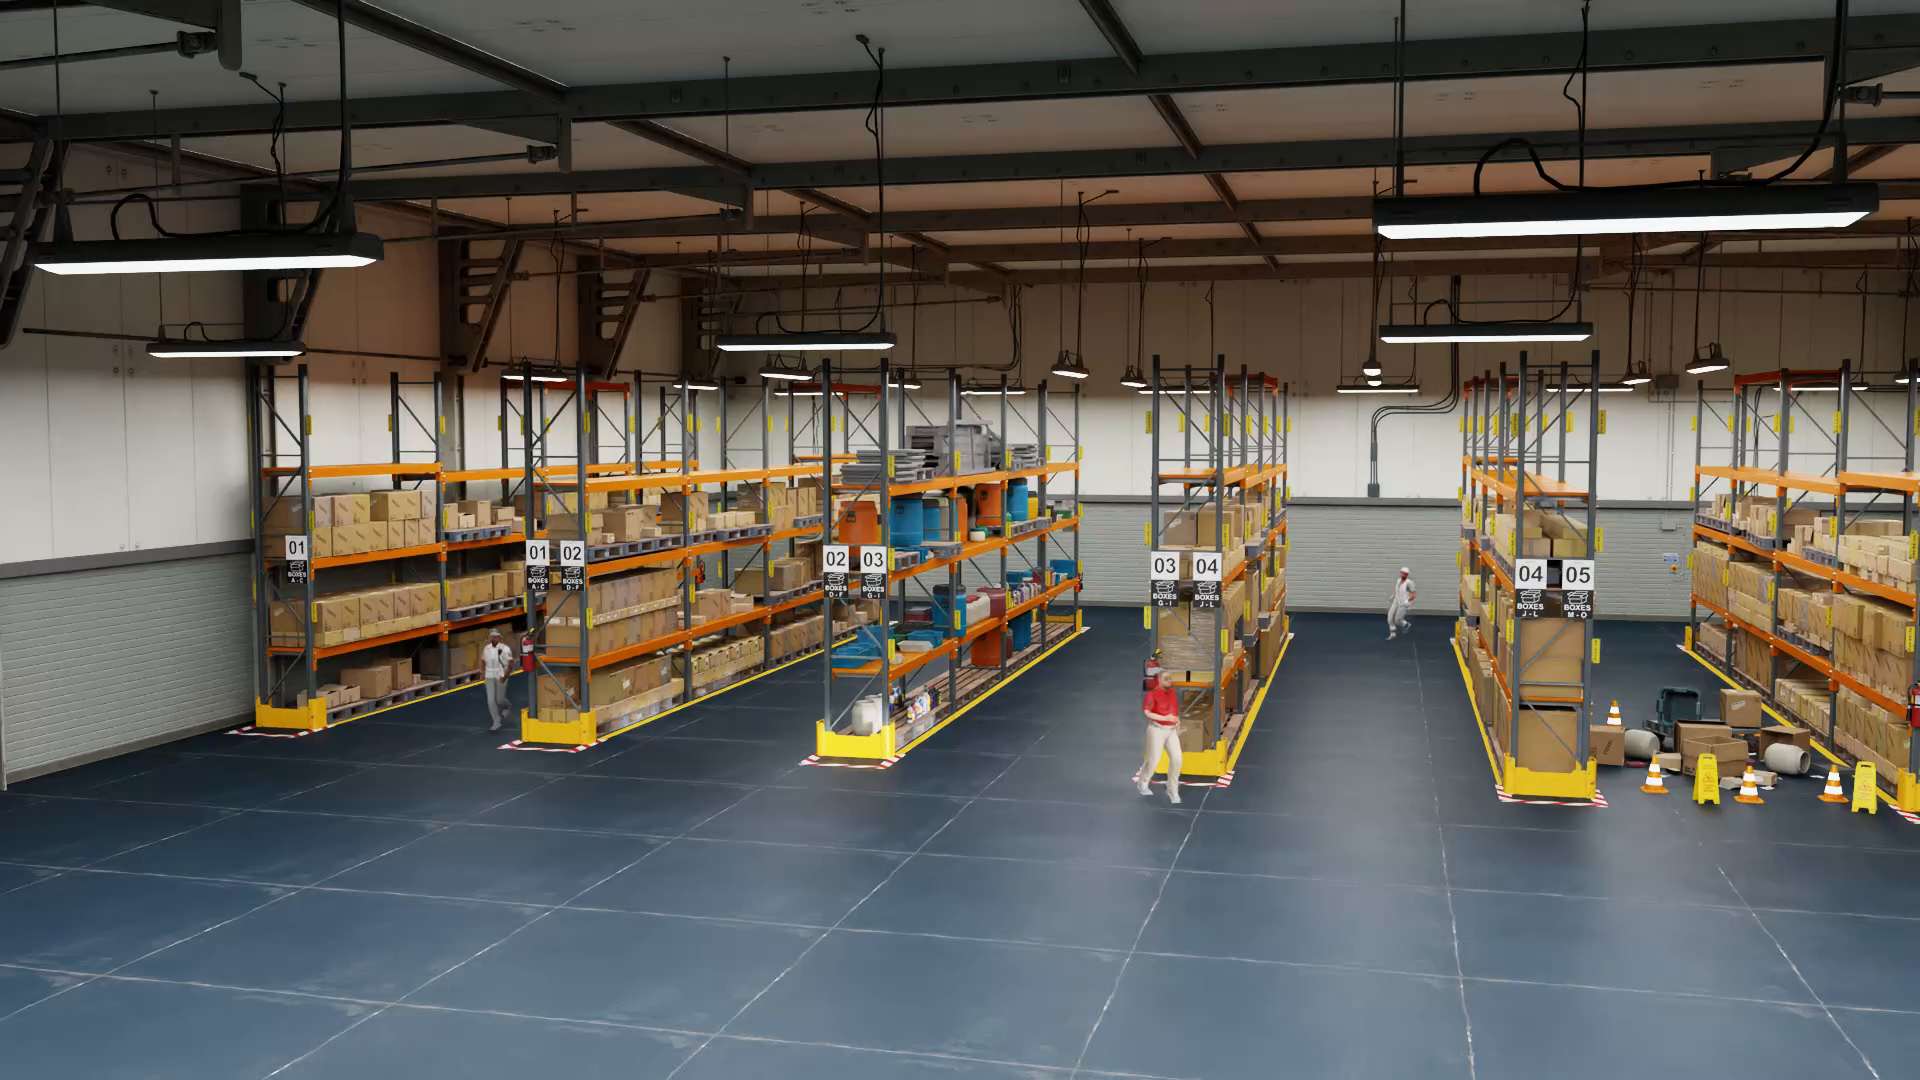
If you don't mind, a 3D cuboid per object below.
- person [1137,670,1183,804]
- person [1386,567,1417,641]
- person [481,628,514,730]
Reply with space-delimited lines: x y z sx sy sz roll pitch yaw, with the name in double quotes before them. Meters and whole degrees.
"person" 2.703 2.633 22.196 0.679 1.818 0.780 -2 5 -32
"person" 10.299 1.489 38.617 0.638 1.730 0.706 -2 5 -30
"person" -7.676 2.281 27.619 0.579 1.670 0.645 0 4 3
